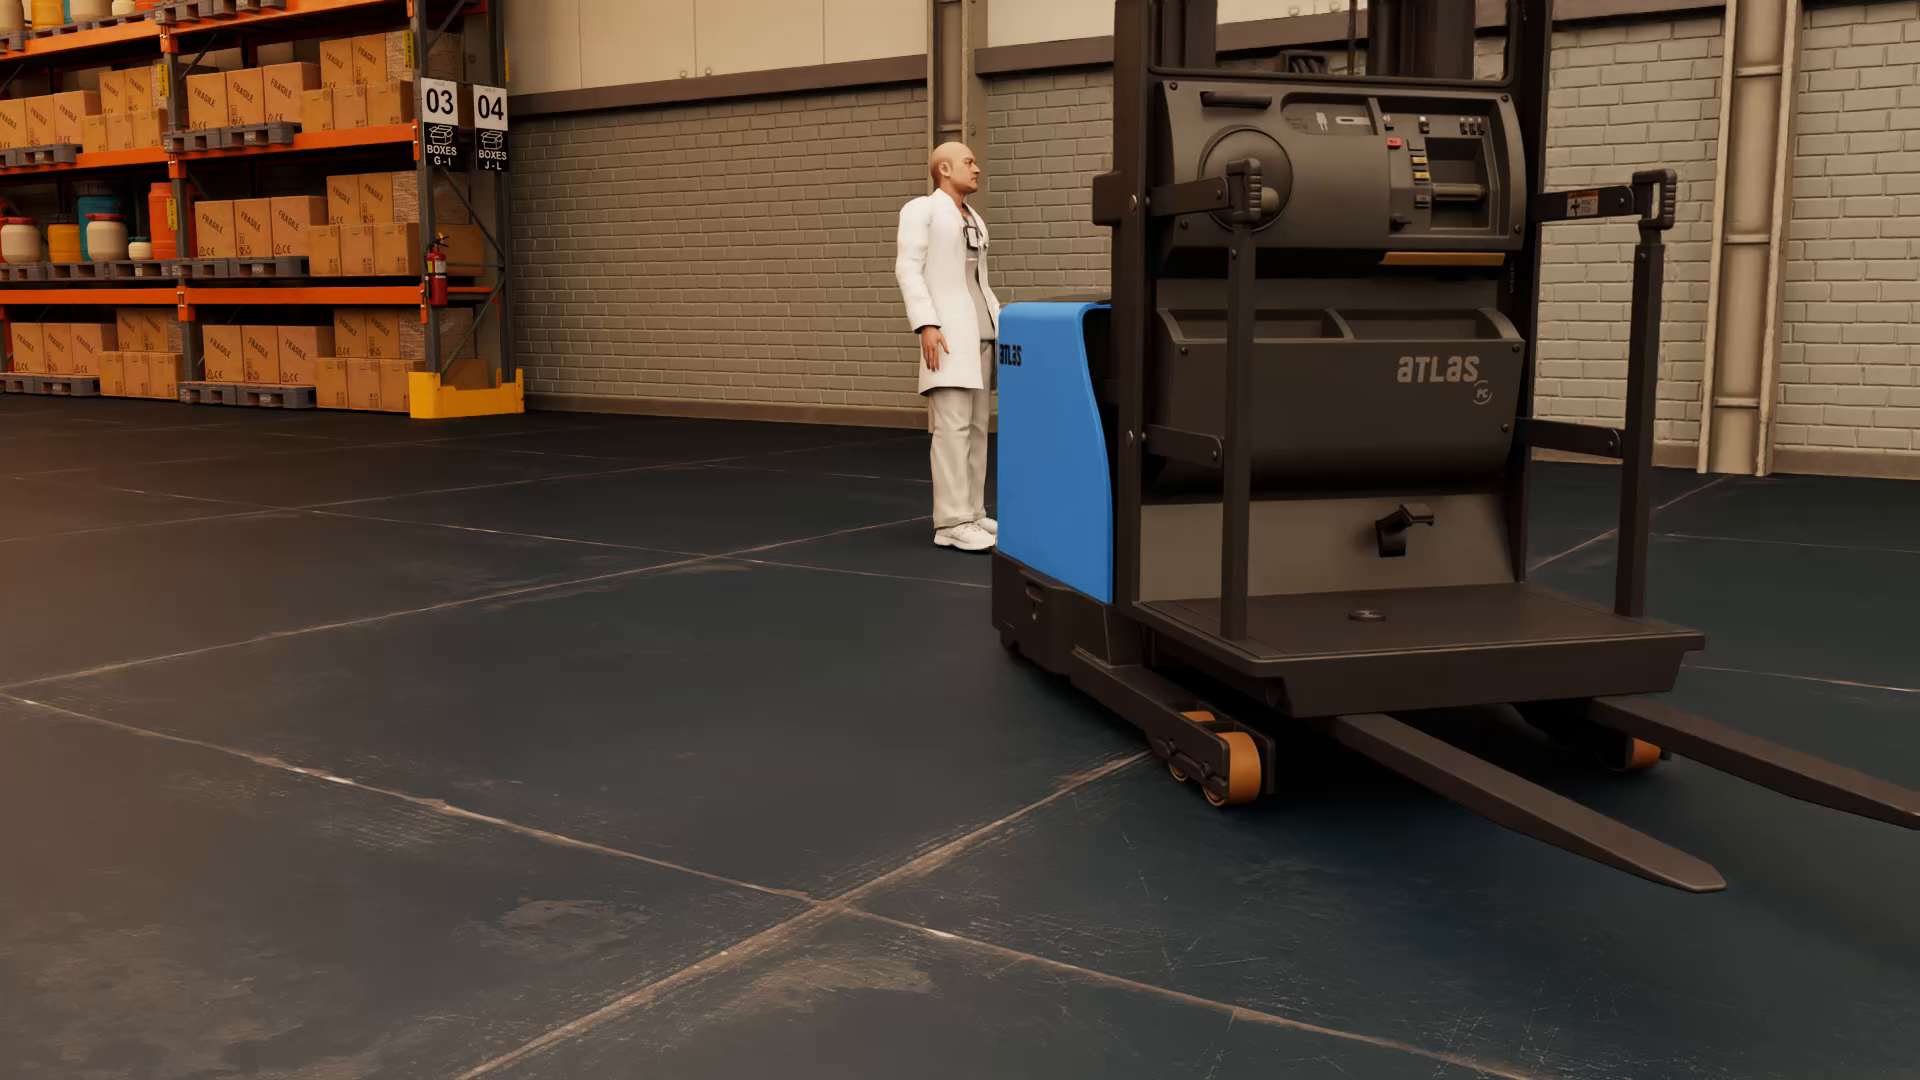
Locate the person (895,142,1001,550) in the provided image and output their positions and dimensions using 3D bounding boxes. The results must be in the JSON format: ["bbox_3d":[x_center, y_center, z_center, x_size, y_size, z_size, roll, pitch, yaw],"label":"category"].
[{"bbox_3d":[0.072,-0.879,7.423,0.581,1.775,0.694,5,10,34],"label":"person"}]

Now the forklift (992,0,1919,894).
[{"bbox_3d":[0.988,-0.937,3.785,1.130,2.935,3.031,-2,8,-15],"label":"forklift"}]
